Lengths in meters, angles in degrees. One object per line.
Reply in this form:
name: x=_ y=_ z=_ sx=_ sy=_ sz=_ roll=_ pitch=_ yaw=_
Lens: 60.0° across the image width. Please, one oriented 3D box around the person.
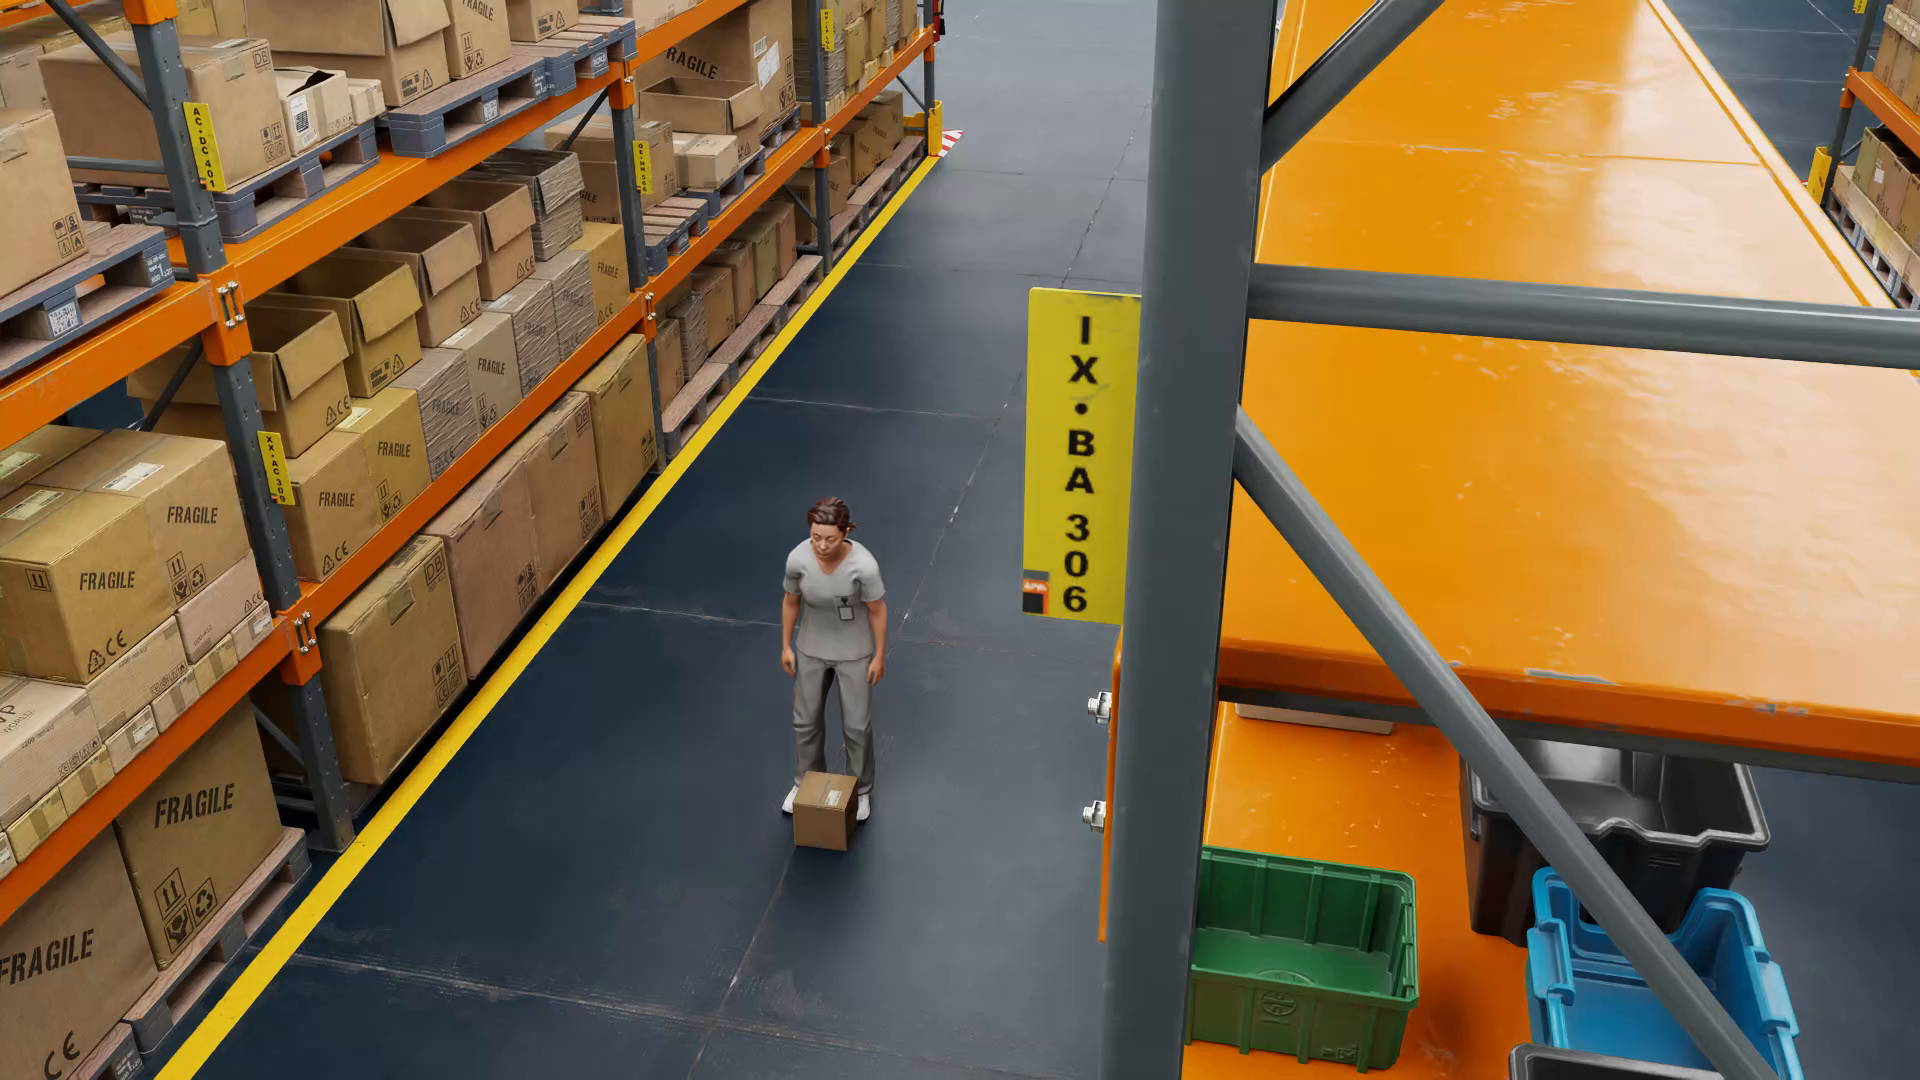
person: x=-0.582 y=0.537 z=7.663 sx=0.500 sy=1.652 sz=0.350 roll=5 pitch=29 yaw=10
